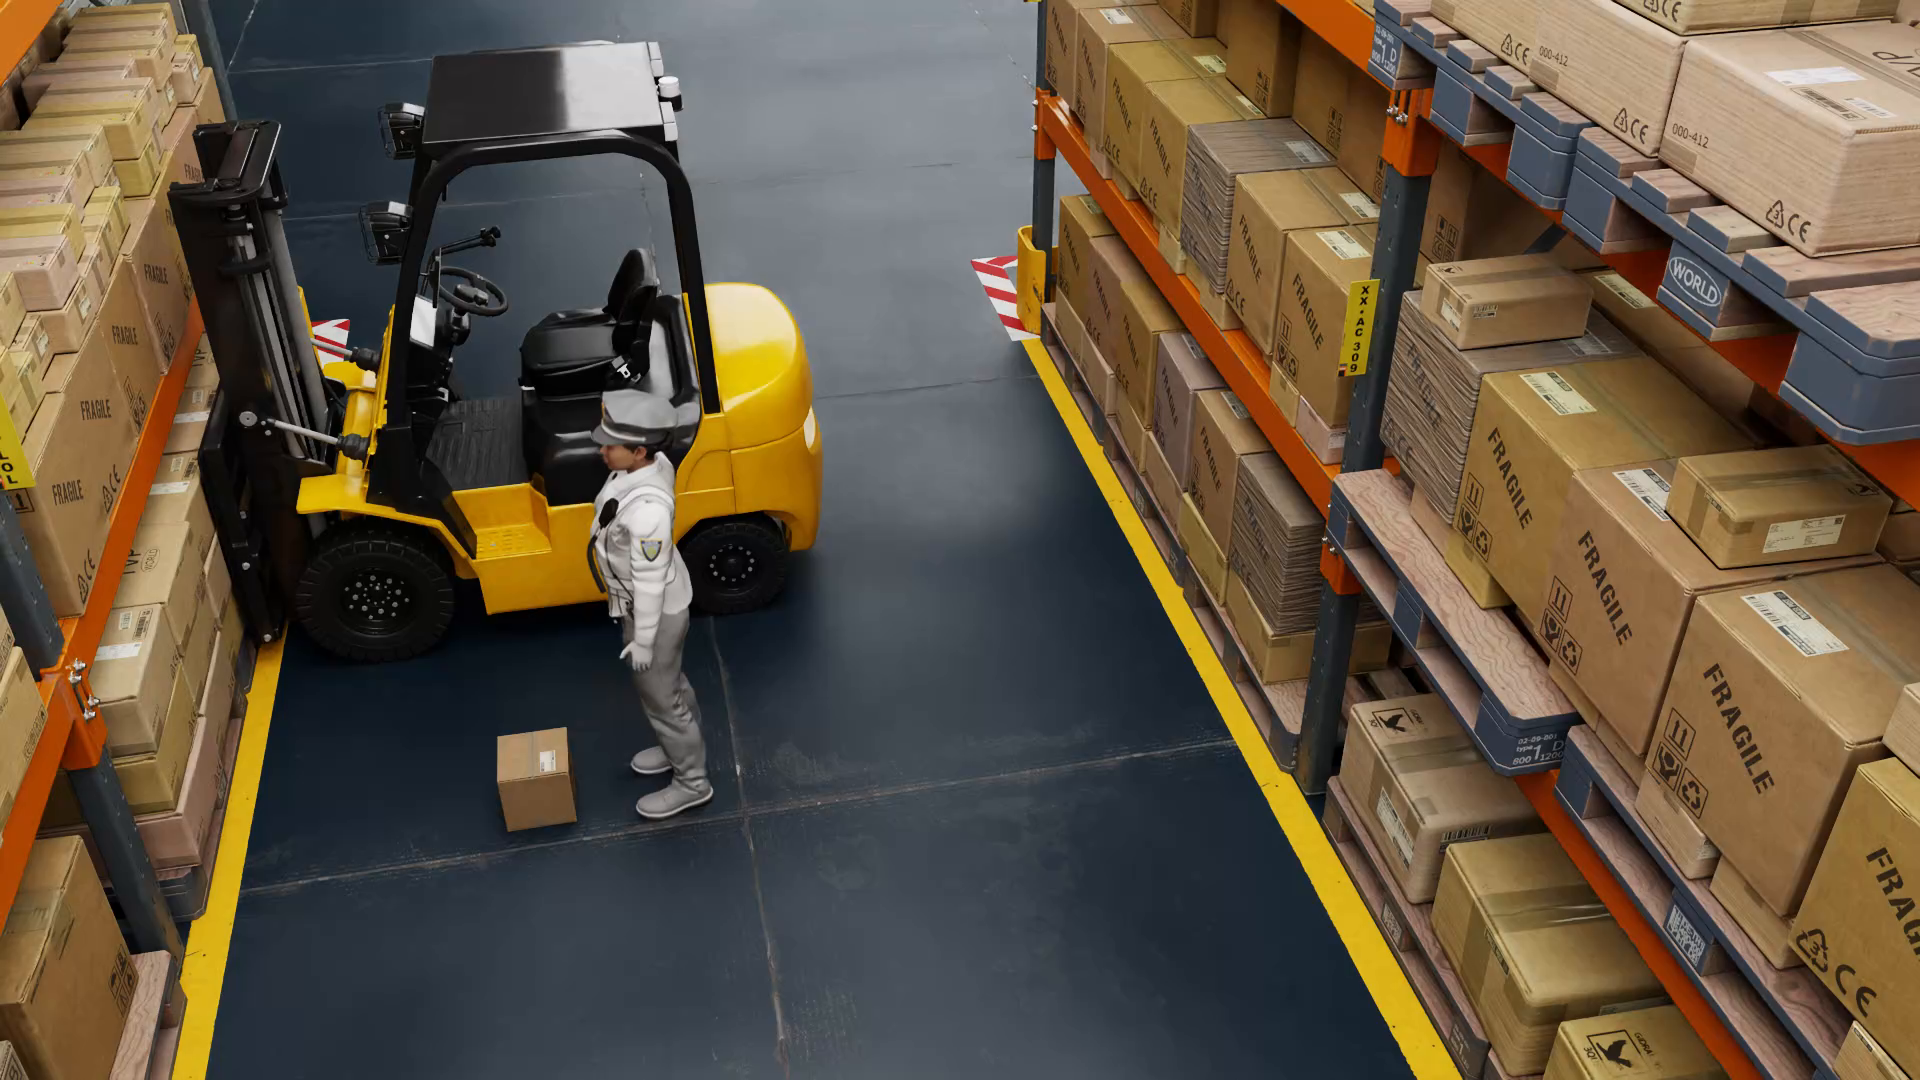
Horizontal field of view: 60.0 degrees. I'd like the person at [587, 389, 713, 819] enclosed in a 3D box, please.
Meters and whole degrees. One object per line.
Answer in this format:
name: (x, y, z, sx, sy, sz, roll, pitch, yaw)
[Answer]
person: (-1.084, 0.236, 5.786, 0.344, 1.684, 0.466, -6, 35, -9)
